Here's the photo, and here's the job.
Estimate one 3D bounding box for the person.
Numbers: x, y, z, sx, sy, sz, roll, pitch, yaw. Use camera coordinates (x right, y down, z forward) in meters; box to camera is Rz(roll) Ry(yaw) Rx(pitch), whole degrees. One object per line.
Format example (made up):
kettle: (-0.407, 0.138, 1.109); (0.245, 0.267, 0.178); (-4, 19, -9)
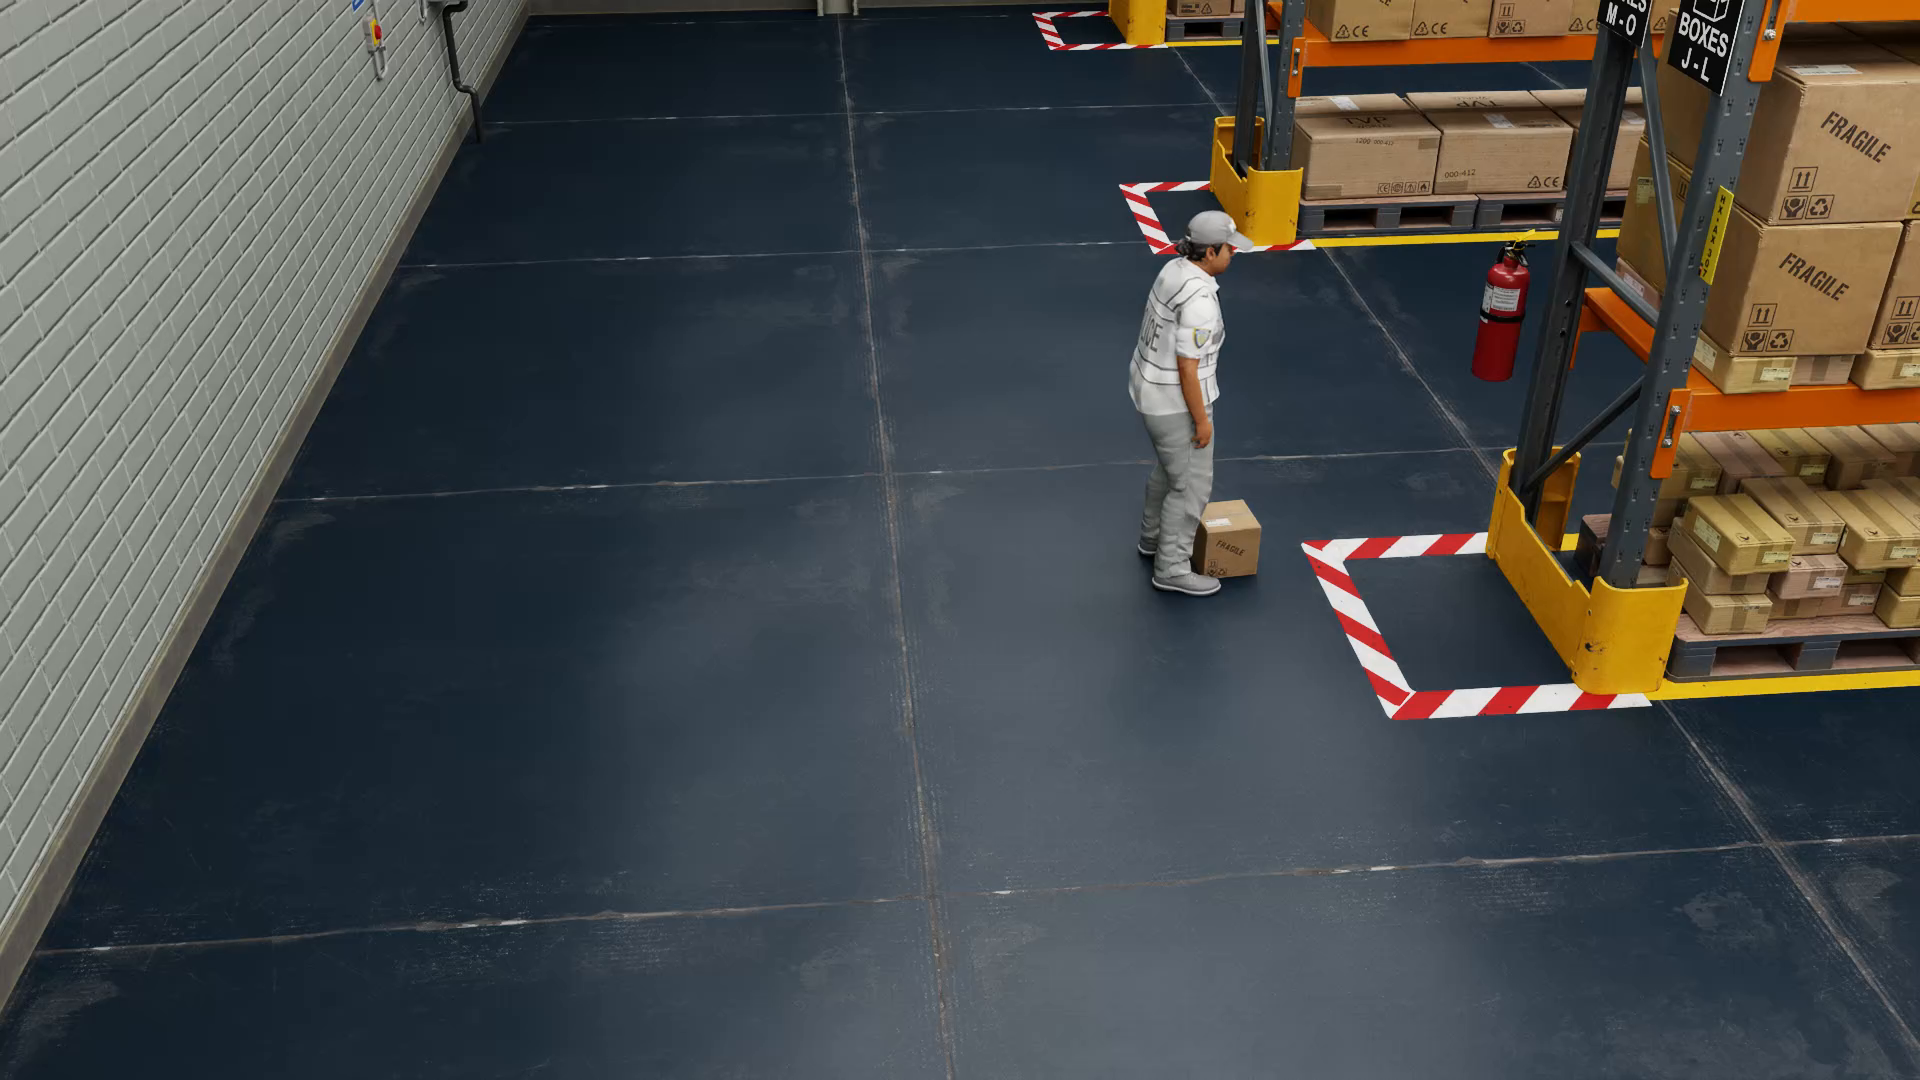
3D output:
person: (0.967, -0.596, 7.107); (0.465, 1.667, 0.539); (-3, 31, -4)
